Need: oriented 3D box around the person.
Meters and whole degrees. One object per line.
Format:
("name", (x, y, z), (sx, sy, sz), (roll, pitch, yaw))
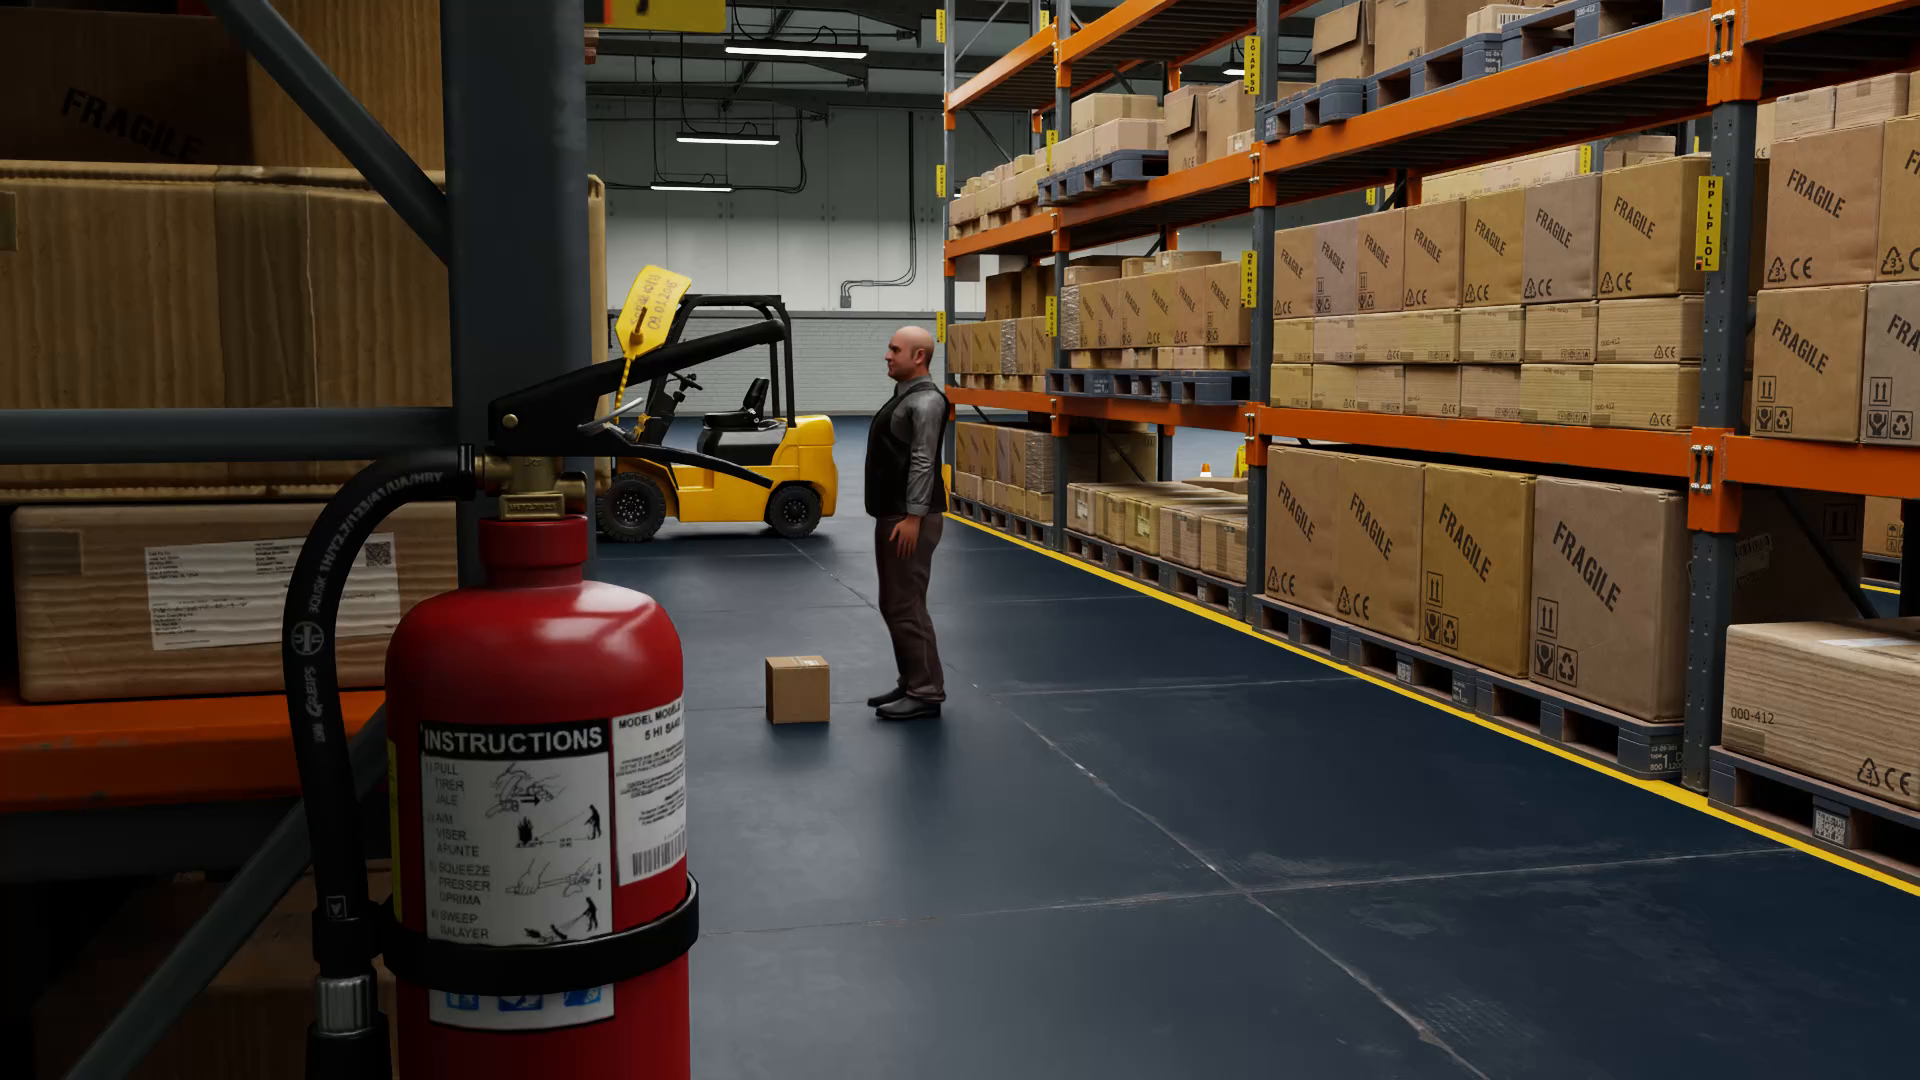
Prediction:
("person", (-0.240, -0.031, 7.354), (0.359, 1.634, 0.531), (-1, 6, -12))
